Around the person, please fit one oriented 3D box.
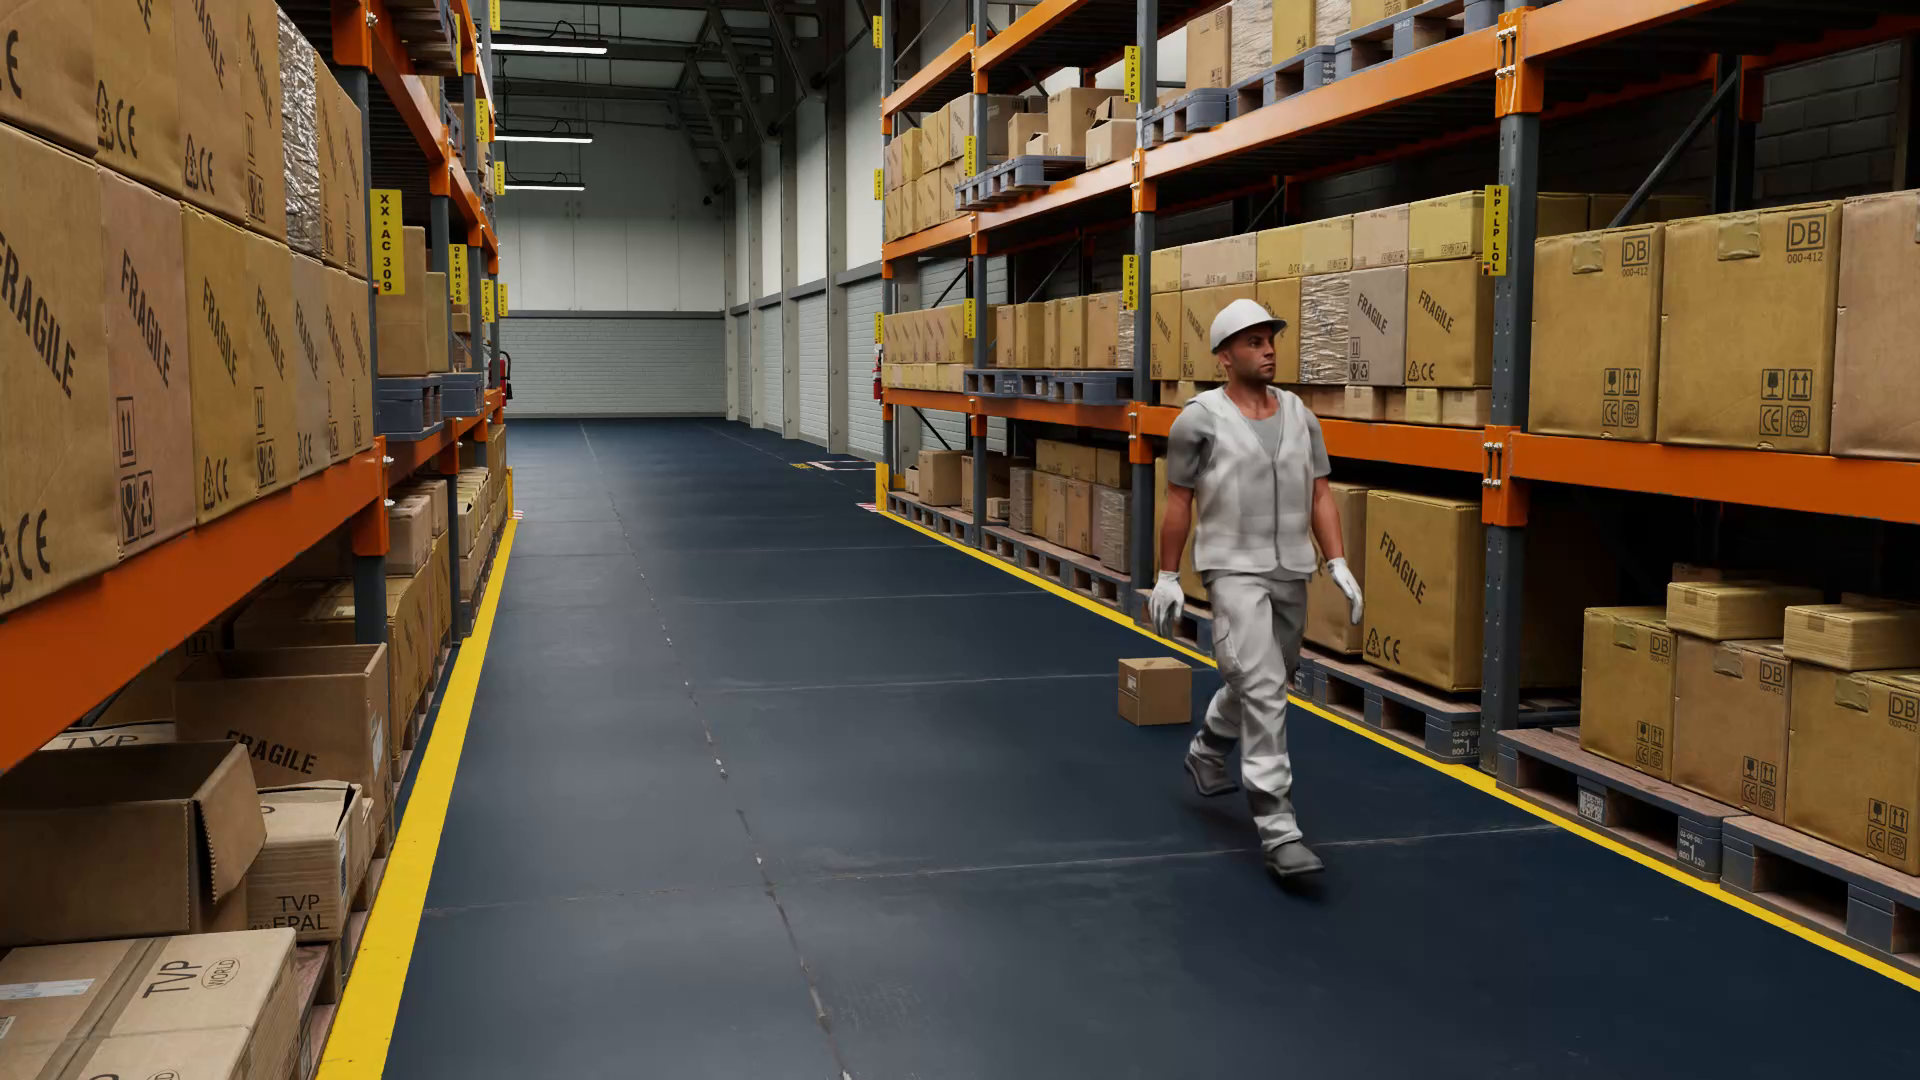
[{"bbox_3d":[0.941,0.114,5.275,0.585,1.742,1.078,-3,7,-23],"label":"person"}]
